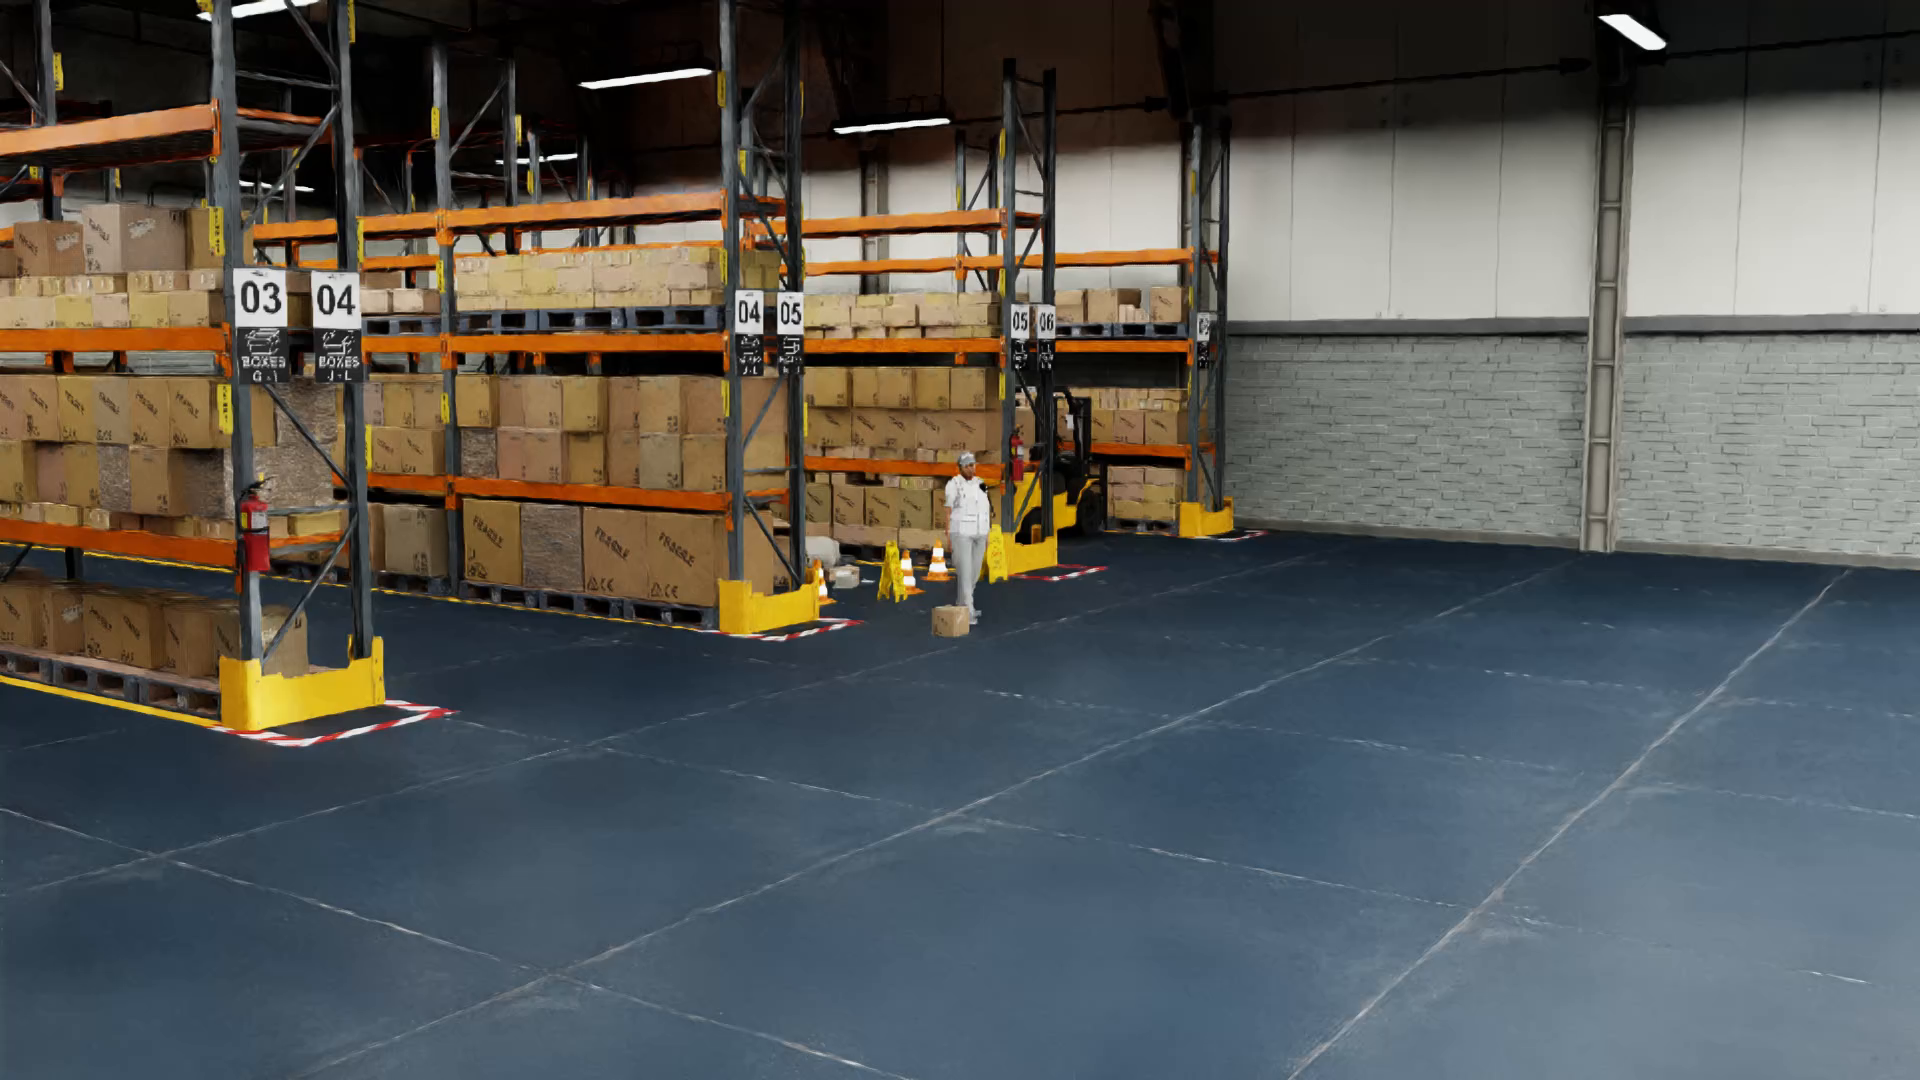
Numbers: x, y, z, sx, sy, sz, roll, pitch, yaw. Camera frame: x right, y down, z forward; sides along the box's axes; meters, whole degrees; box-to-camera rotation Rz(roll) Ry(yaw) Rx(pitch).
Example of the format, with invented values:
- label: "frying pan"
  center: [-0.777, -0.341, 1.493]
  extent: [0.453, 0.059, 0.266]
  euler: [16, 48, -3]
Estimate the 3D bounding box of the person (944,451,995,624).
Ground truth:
- label: "person"
  center: [0.095, -0.041, 16.296]
  extent: [0.470, 1.654, 0.643]
  euler: [-4, 8, -33]
